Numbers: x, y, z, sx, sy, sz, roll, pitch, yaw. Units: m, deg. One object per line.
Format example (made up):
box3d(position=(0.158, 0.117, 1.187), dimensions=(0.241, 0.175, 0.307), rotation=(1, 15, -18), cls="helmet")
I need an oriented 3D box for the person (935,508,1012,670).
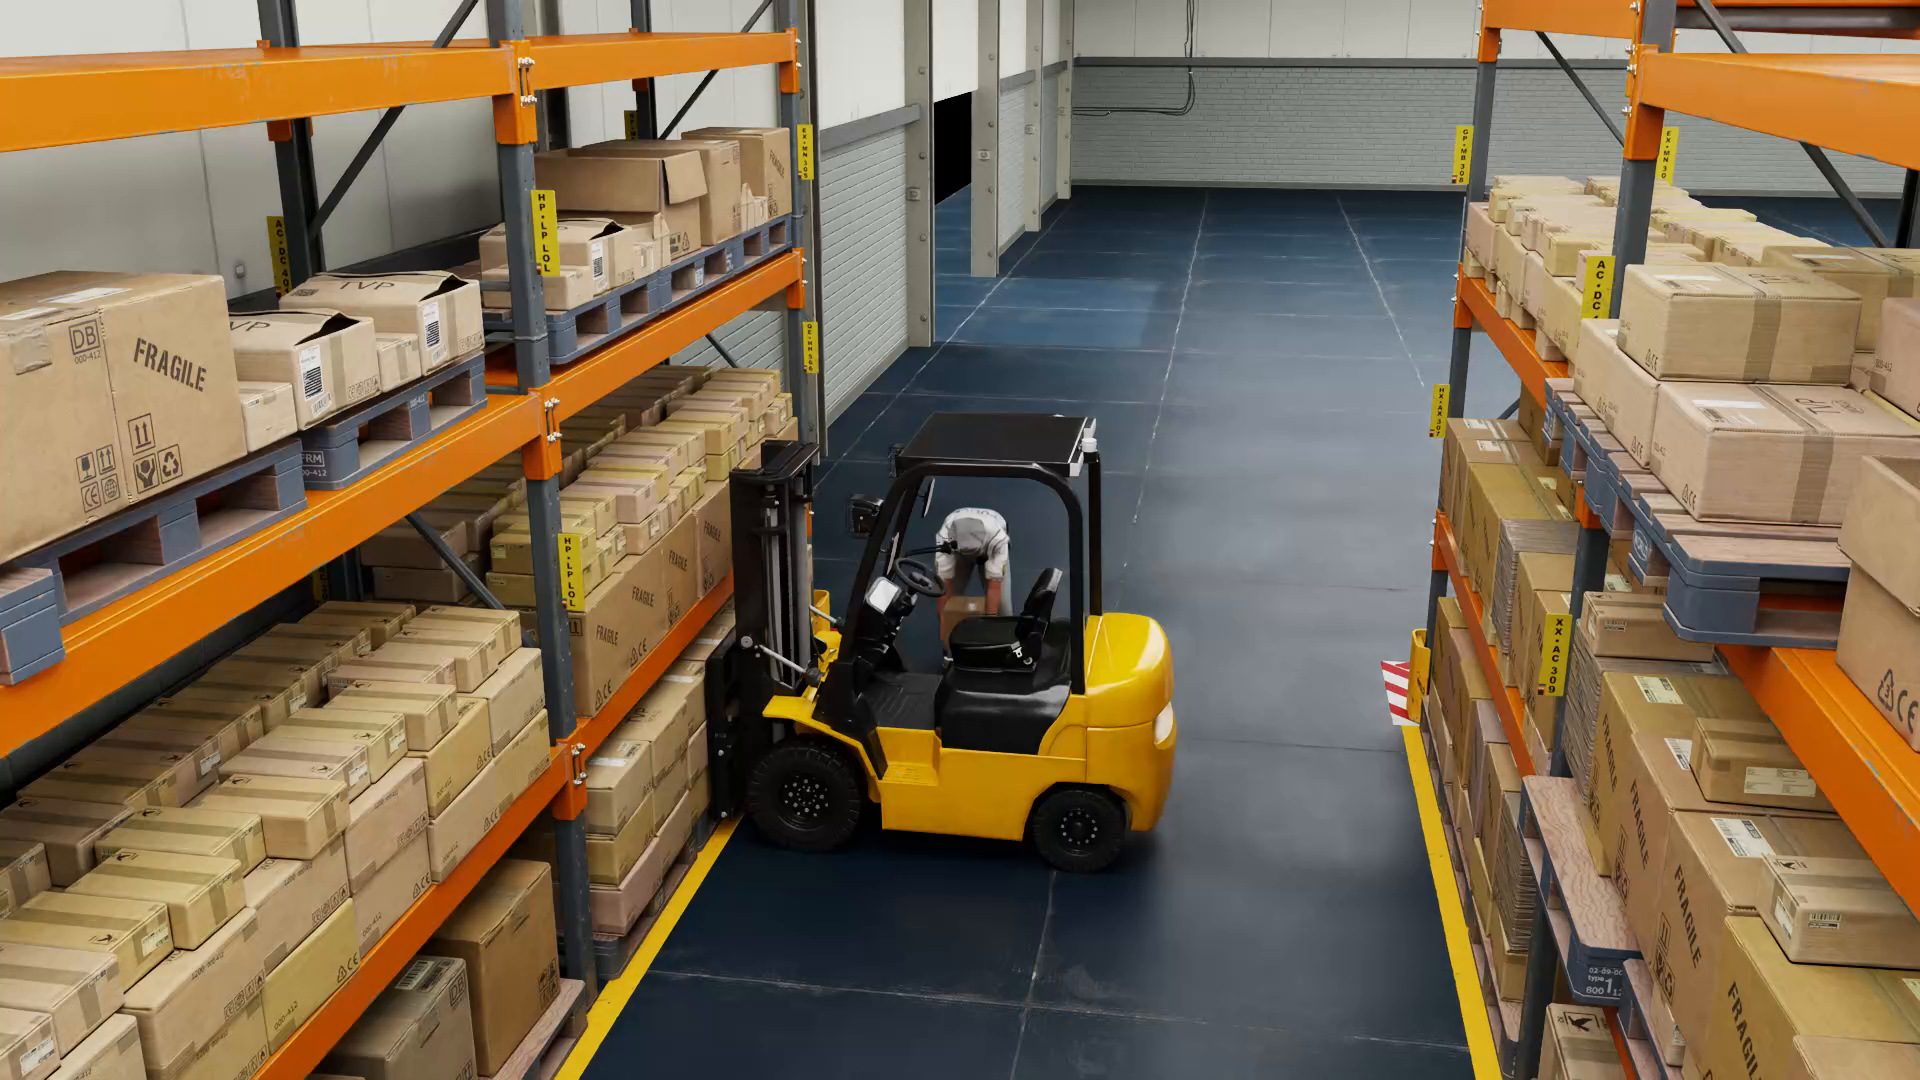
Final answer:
box3d(position=(0.075, 0.334, 10.886), dimensions=(0.516, 1.214, 1.022), rotation=(2, 18, 6), cls="person")
